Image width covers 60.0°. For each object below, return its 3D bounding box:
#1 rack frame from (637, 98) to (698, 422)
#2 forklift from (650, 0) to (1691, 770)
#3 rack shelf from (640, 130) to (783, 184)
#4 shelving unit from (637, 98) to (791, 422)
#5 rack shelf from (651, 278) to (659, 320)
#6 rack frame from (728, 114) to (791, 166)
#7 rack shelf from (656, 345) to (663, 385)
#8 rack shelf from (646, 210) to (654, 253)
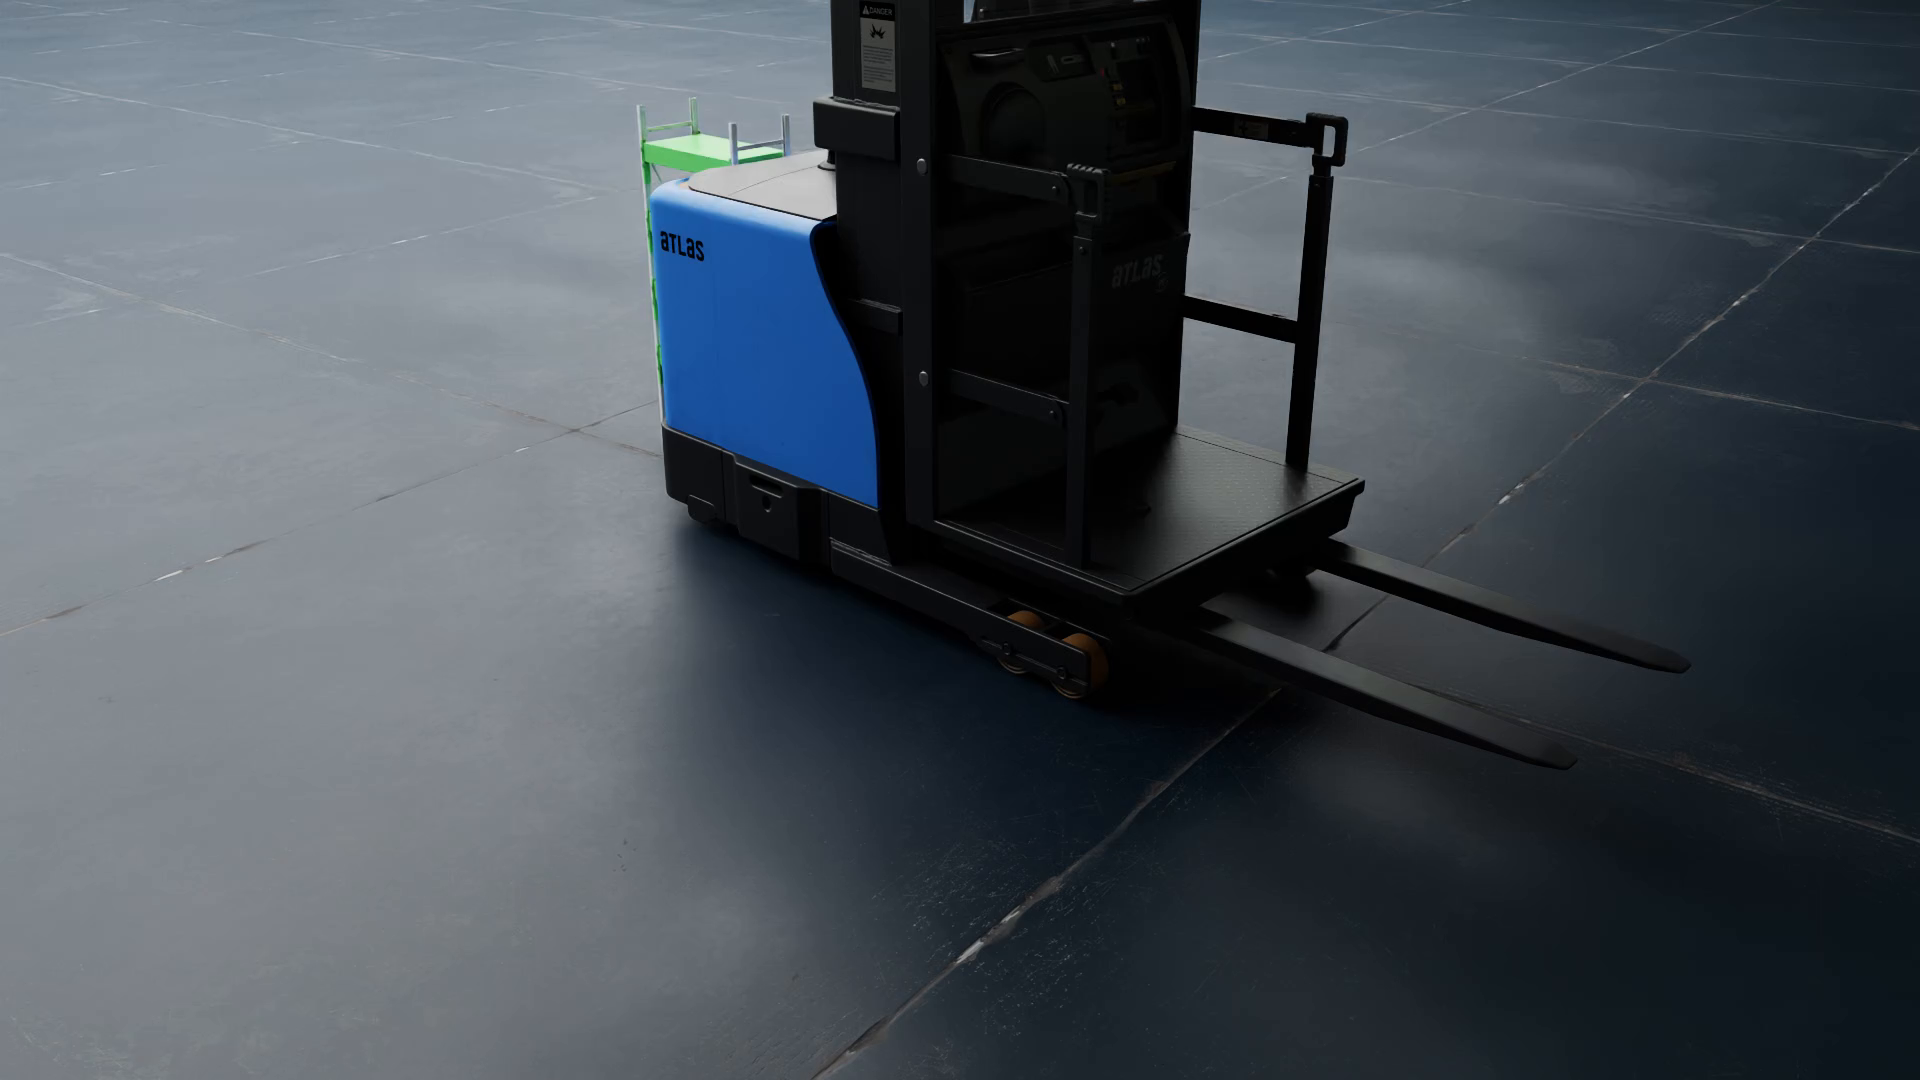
[{"bbox_3d":[-0.997,-0.941,5.899,0.015,1.200,0.240,21,31,39],"label":"rack frame"},{"bbox_3d":[0.450,-1.166,4.261,3.031,2.935,1.130,21,32,39],"label":"forklift"},{"bbox_3d":[-0.821,-1.254,5.576,0.480,0.148,0.258,21,31,39],"label":"rack shelf"},{"bbox_3d":[-0.821,-0.873,5.743,0.503,1.200,0.258,21,31,39],"label":"shelving unit"},{"bbox_3d":[-0.821,-0.815,5.769,0.480,0.148,0.258,21,31,39],"label":"rack shelf"},{"bbox_3d":[-0.646,-0.805,5.588,0.015,1.200,0.240,21,31,39],"label":"rack frame"},{"bbox_3d":[-0.821,-0.595,5.866,0.480,0.148,0.258,21,31,39],"label":"rack shelf"},{"bbox_3d":[-0.821,-1.034,5.672,0.480,0.148,0.258,21,31,39],"label":"rack shelf"}]
